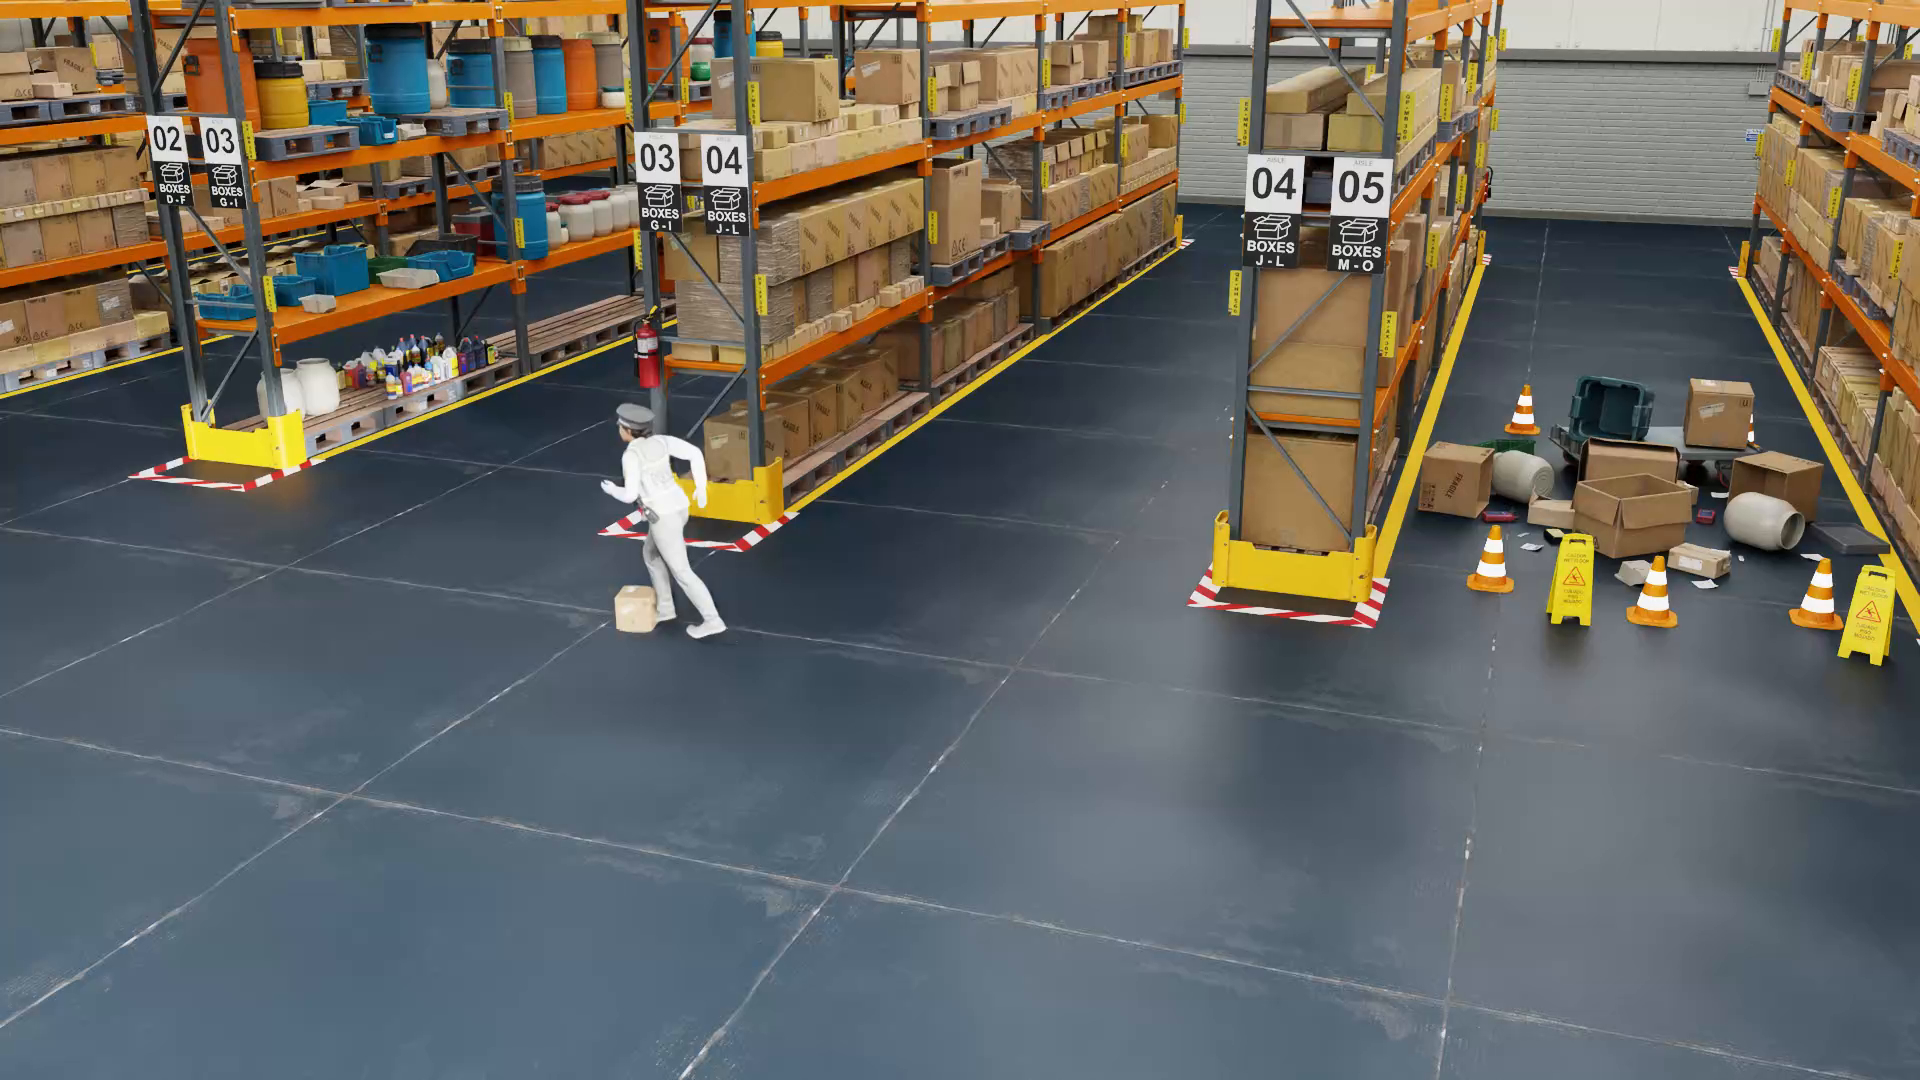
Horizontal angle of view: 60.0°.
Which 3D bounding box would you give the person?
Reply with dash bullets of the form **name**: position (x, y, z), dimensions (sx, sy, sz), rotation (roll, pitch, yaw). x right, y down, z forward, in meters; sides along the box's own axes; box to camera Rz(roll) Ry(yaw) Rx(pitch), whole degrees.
- **person**: position (-2.029, -0.135, 11.535), dimensions (0.921, 1.619, 0.606), rotation (5, 19, 14)
